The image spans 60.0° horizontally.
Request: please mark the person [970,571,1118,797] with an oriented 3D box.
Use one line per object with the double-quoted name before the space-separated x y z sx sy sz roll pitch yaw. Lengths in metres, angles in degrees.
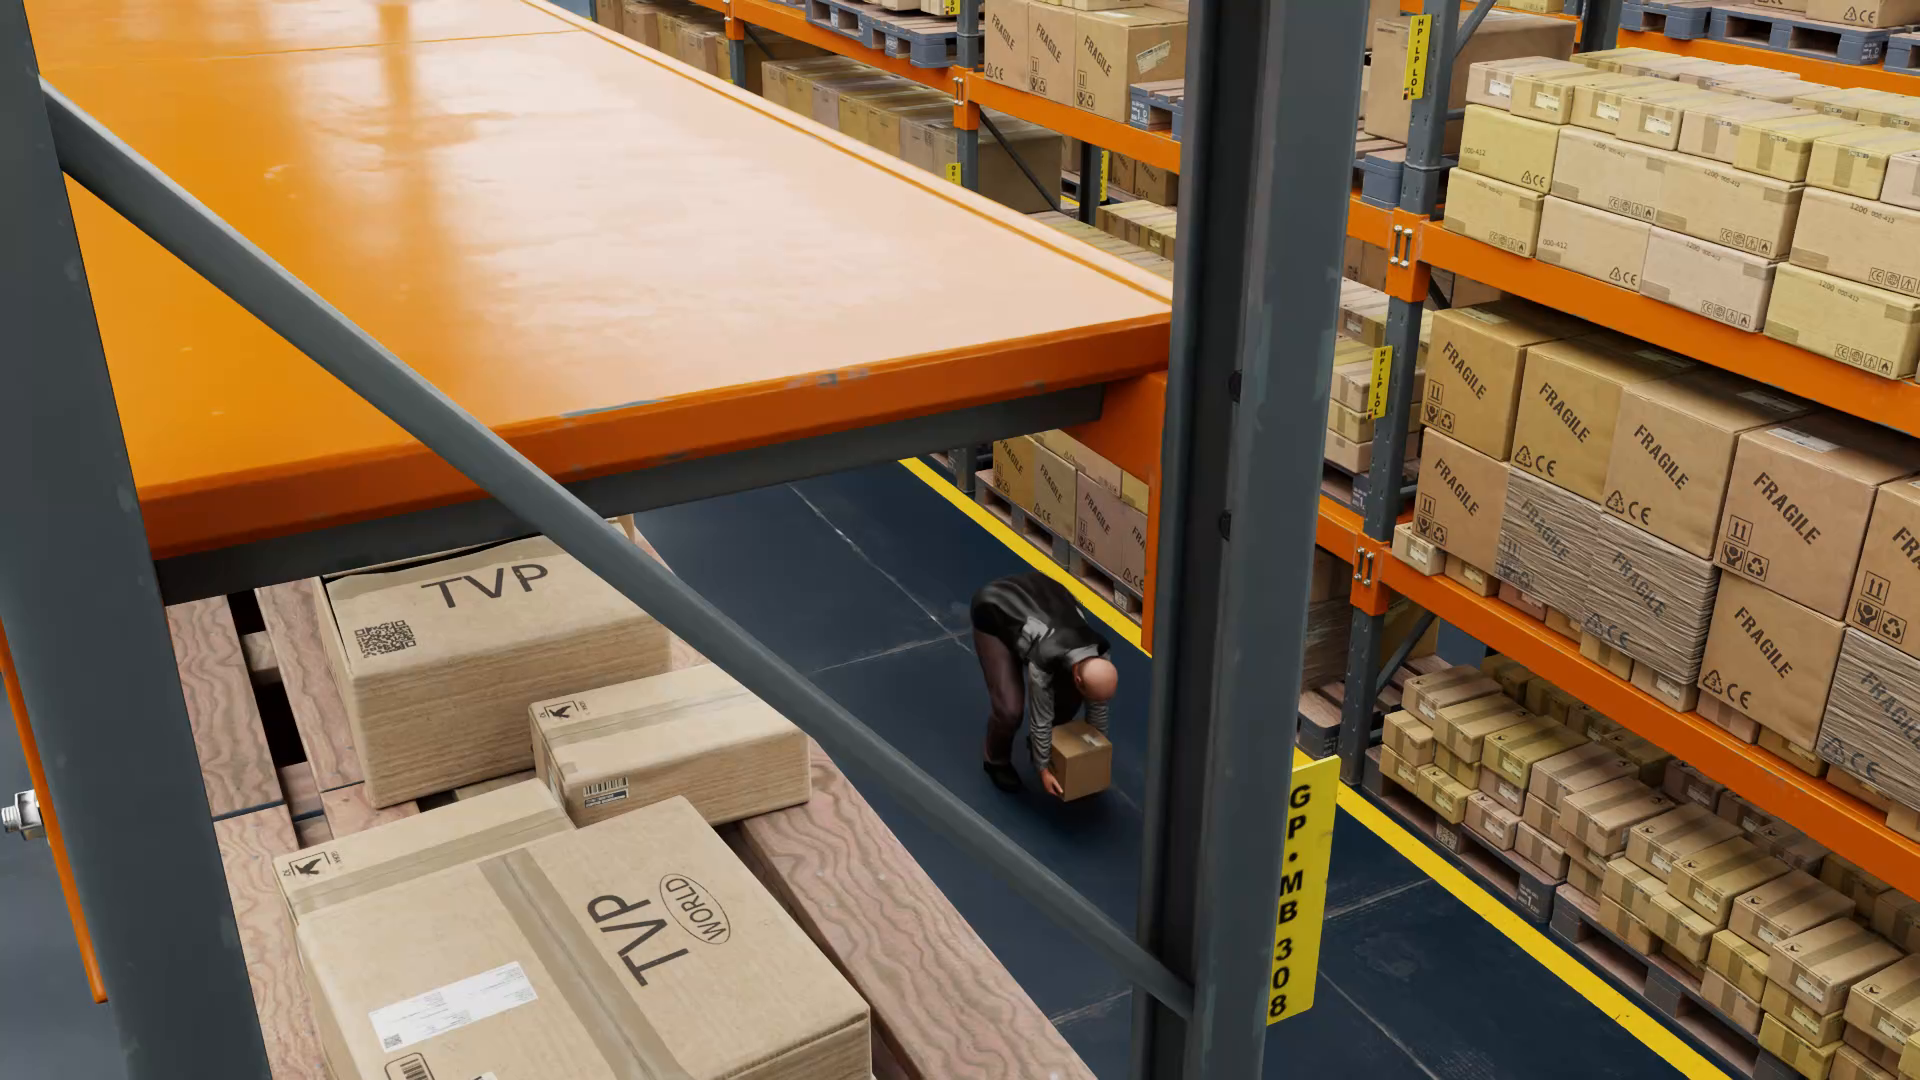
"person" 0.416 0.733 7.858 0.475 1.065 0.957 -14 29 -27
